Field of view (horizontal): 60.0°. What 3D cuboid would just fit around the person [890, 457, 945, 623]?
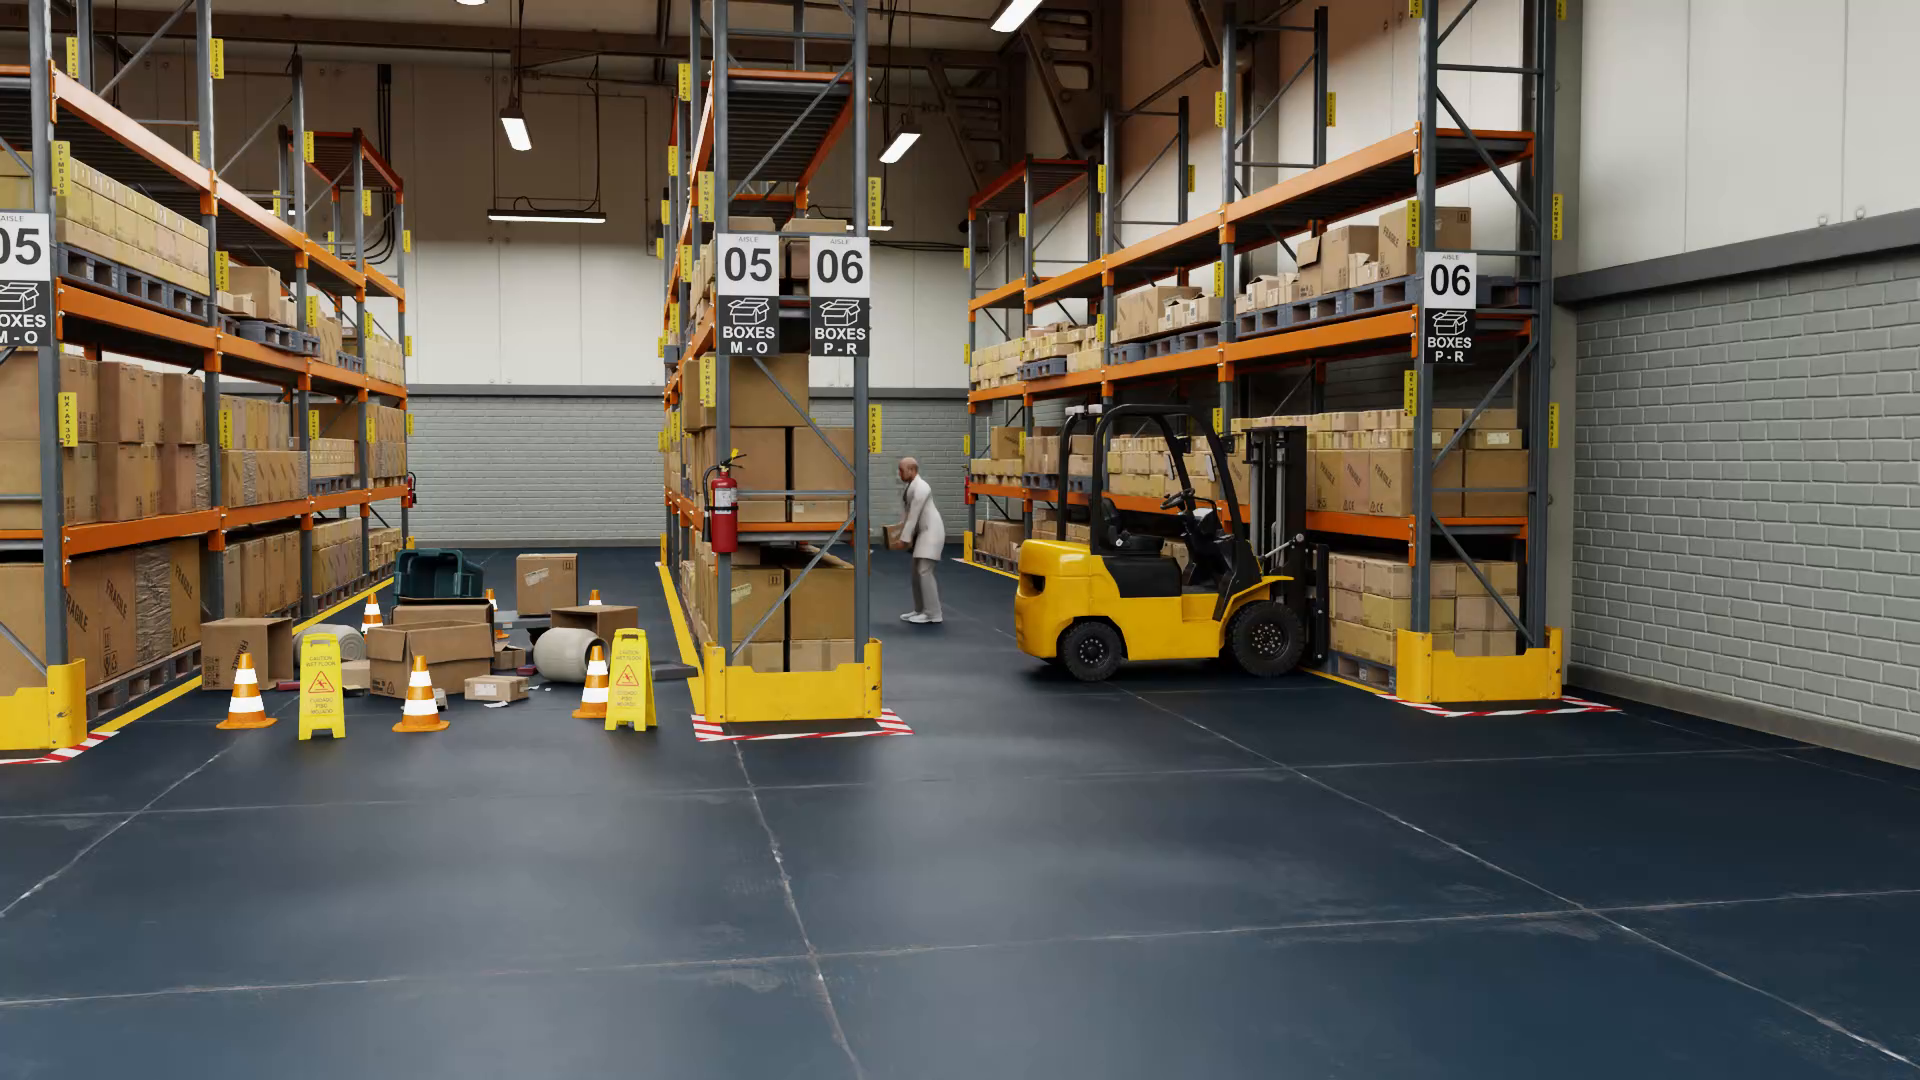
[{"bbox_3d":[-0.461,-0.002,17.550,0.601,1.744,0.530,-1,3,-12],"label":"person"}]
